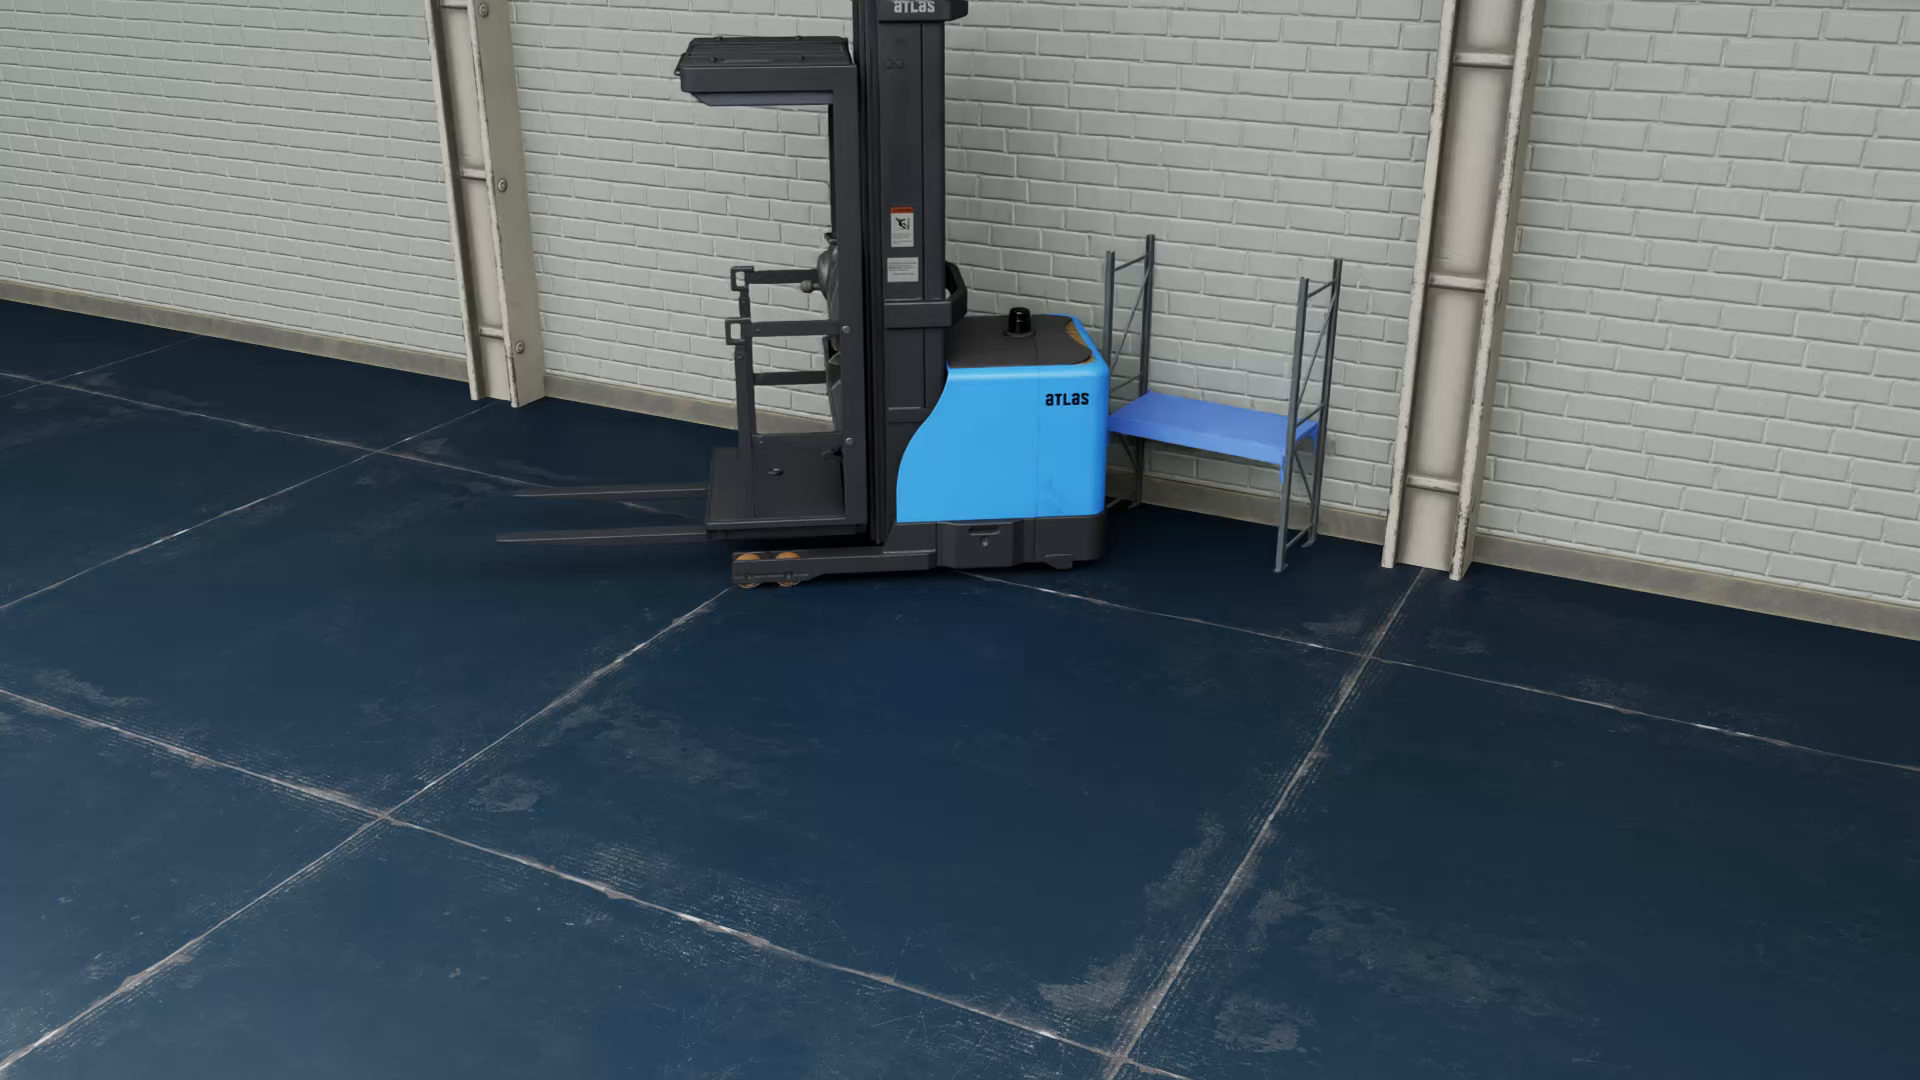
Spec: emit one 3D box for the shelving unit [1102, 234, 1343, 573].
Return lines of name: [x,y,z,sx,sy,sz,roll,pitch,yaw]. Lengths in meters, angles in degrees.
shelving unit: [1.300,-0.715,8.510,1.048,1.500,0.538,14,26,29]

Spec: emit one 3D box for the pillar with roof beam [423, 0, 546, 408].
pillar with roof beam: [-4.914,-3.583,5.676,0.400,9.000,9.100,11,25,25]

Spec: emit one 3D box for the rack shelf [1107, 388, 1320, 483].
rack shelf: [1.299,-0.549,8.579,1.000,0.185,0.538,14,26,29]

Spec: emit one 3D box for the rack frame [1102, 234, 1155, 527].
rack frame: [0.868,-0.820,8.757,0.032,1.500,0.500,14,26,29]

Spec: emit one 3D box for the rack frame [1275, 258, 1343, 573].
rack frame: [1.731,-0.610,8.263,0.032,1.500,0.500,14,26,29]

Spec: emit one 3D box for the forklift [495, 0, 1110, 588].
forklift: [-0.812,-1.329,8.130,3.031,2.935,1.130,-2,23,-5]

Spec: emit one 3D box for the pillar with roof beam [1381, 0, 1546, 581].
pillar with roof beam: [0.440,-2.523,3.185,0.400,9.000,9.100,11,25,25]
